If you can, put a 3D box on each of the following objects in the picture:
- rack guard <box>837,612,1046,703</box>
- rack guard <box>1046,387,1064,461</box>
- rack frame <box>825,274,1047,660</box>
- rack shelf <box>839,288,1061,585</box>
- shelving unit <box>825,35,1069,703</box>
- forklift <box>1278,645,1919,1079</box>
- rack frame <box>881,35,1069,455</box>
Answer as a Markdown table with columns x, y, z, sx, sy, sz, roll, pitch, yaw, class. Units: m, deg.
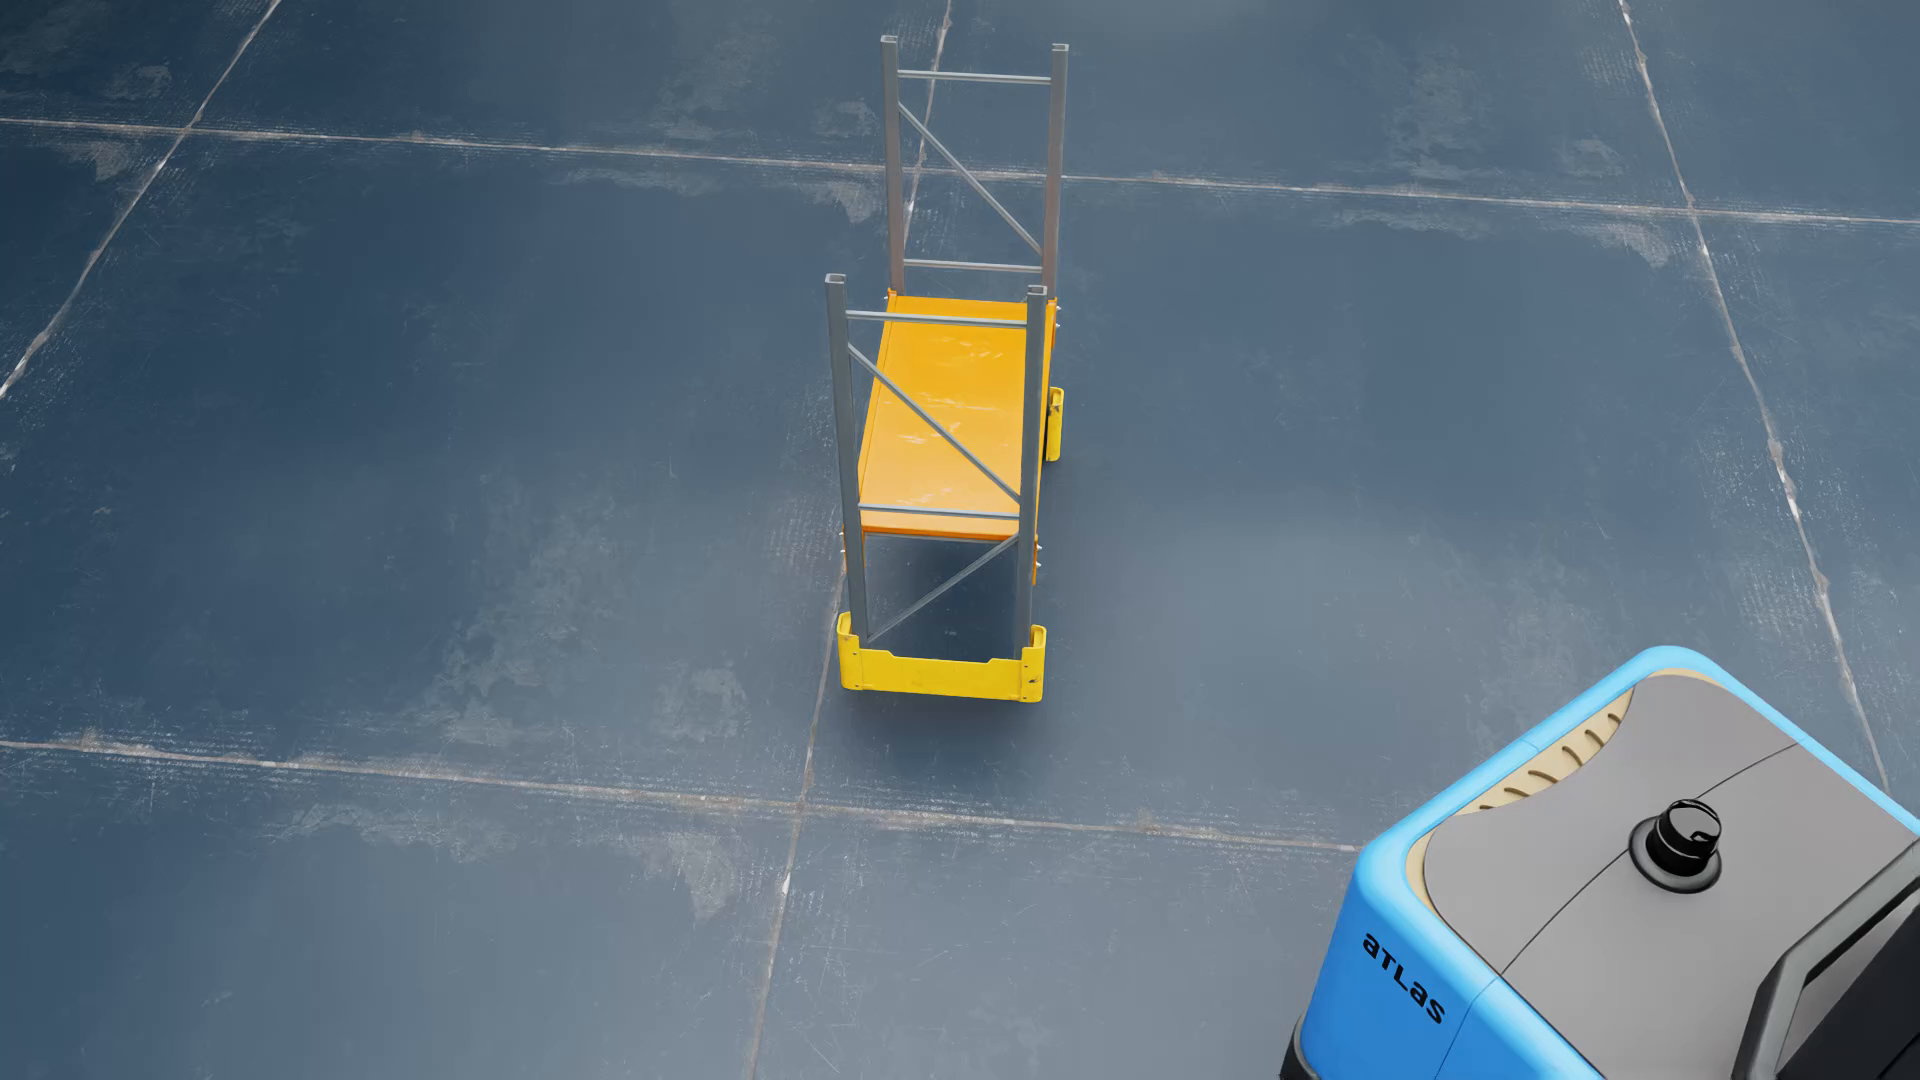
| x | y | z | sx | sy | sz | roll | pitch | yaw | class |
| --- | --- | --- | --- | --- | --- | --- | --- | --- | --- |
| -0.052 | 0.338 | 4.772 | 0.587 | 0.250 | 0.087 | 4 | 48 | 4 | rack guard |
| 0.038 | -0.394 | 5.441 | 0.587 | 0.250 | 0.087 | 4 | 48 | 4 | rack guard |
| -0.054 | -0.070 | 4.298 | 0.500 | 1.500 | 0.032 | 4 | 48 | 4 | rack frame |
| -0.008 | -0.322 | 4.772 | 0.538 | 0.185 | 1.000 | 4 | 48 | 4 | rack shelf |
| -0.007 | -0.450 | 4.645 | 0.587 | 1.500 | 1.083 | 4 | 48 | 4 | shelving unit |
| 2.024 | 1.032 | 2.320 | 1.130 | 2.935 | 3.031 | -28 | 53 | -23 | forklift |
| 0.039 | -0.817 | 4.981 | 0.500 | 1.500 | 0.032 | 4 | 48 | 4 | rack frame |
